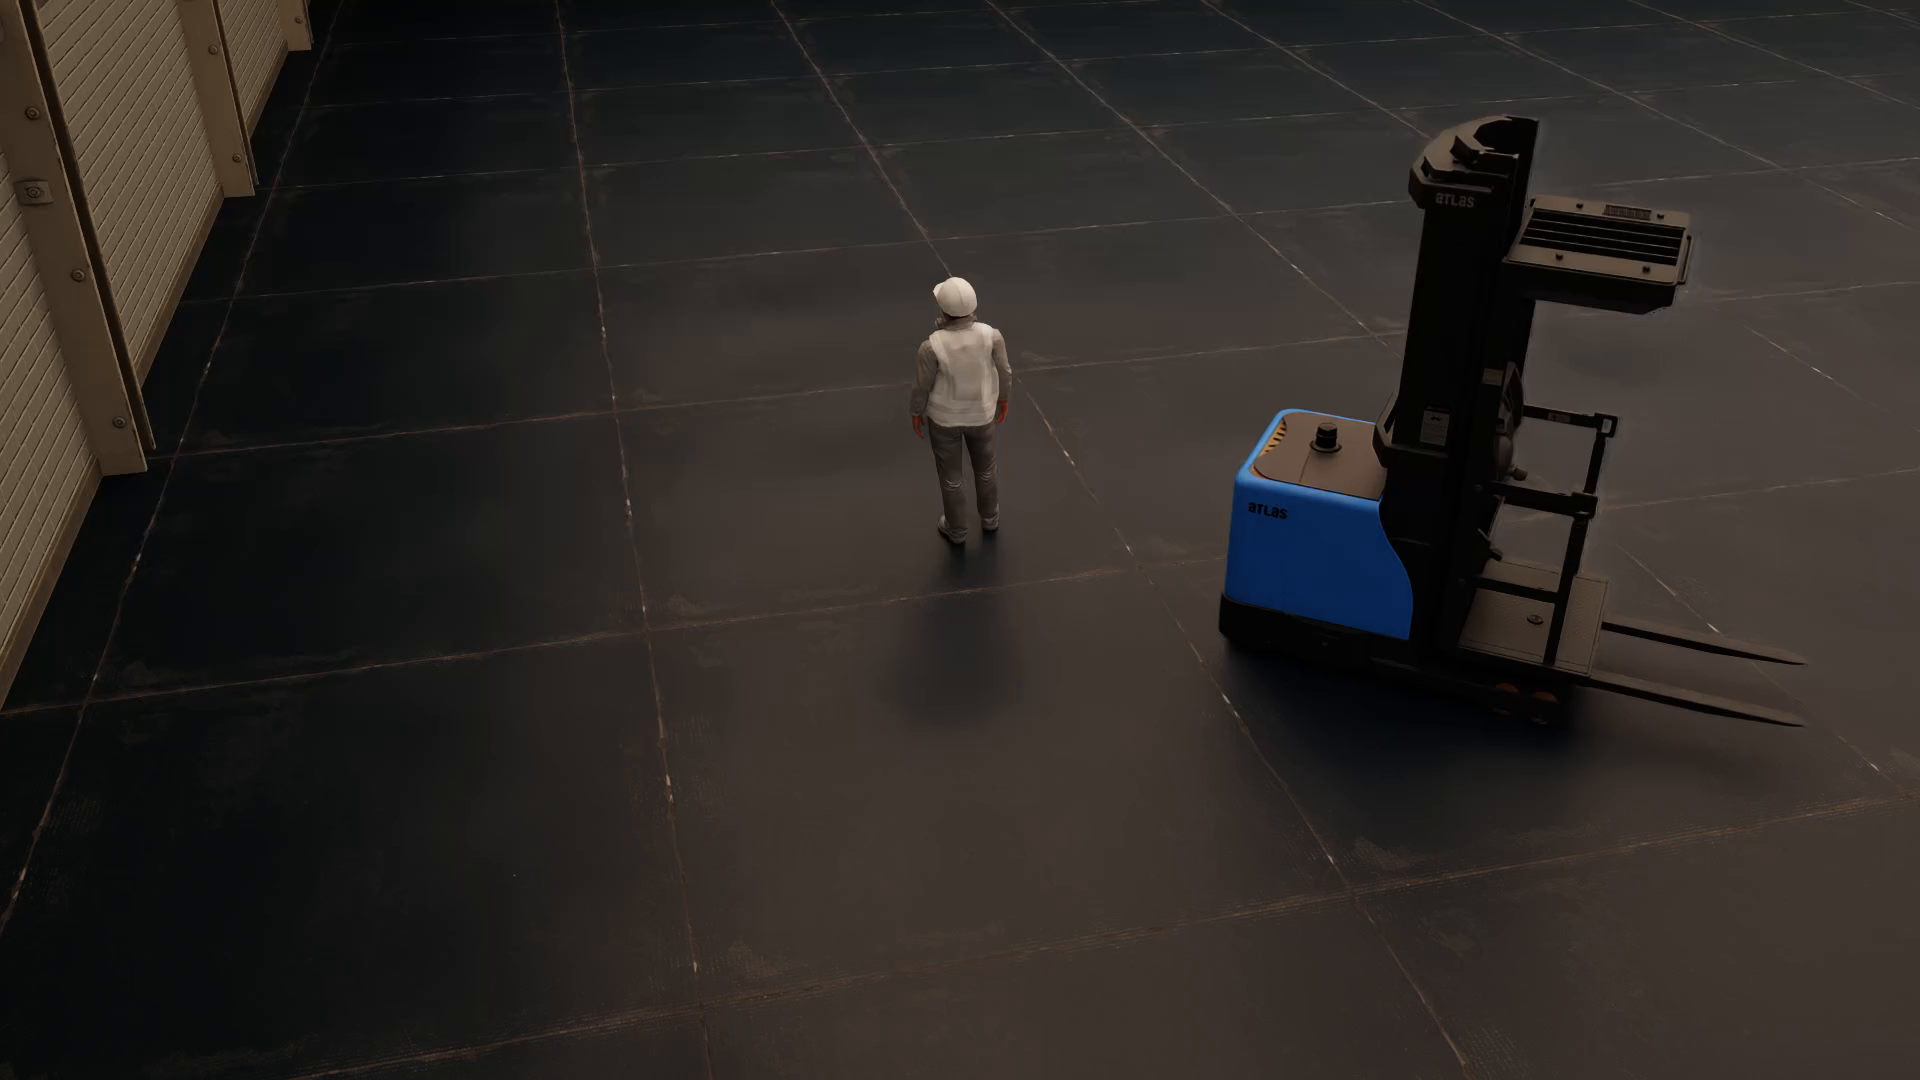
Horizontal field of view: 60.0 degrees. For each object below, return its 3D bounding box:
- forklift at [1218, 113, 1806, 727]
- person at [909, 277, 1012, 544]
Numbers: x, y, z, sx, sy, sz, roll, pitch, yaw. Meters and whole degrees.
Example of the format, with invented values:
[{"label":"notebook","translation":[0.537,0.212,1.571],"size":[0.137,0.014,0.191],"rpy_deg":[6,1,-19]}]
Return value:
[{"label":"forklift","translation":[3.036,-0.598,8.608],"size":[3.031,2.935,1.130],"rpy_deg":[13,32,21]},{"label":"person","translation":[-0.007,-0.805,10.106],"size":[0.632,1.773,0.568],"rpy_deg":[-7,31,-12]}]
